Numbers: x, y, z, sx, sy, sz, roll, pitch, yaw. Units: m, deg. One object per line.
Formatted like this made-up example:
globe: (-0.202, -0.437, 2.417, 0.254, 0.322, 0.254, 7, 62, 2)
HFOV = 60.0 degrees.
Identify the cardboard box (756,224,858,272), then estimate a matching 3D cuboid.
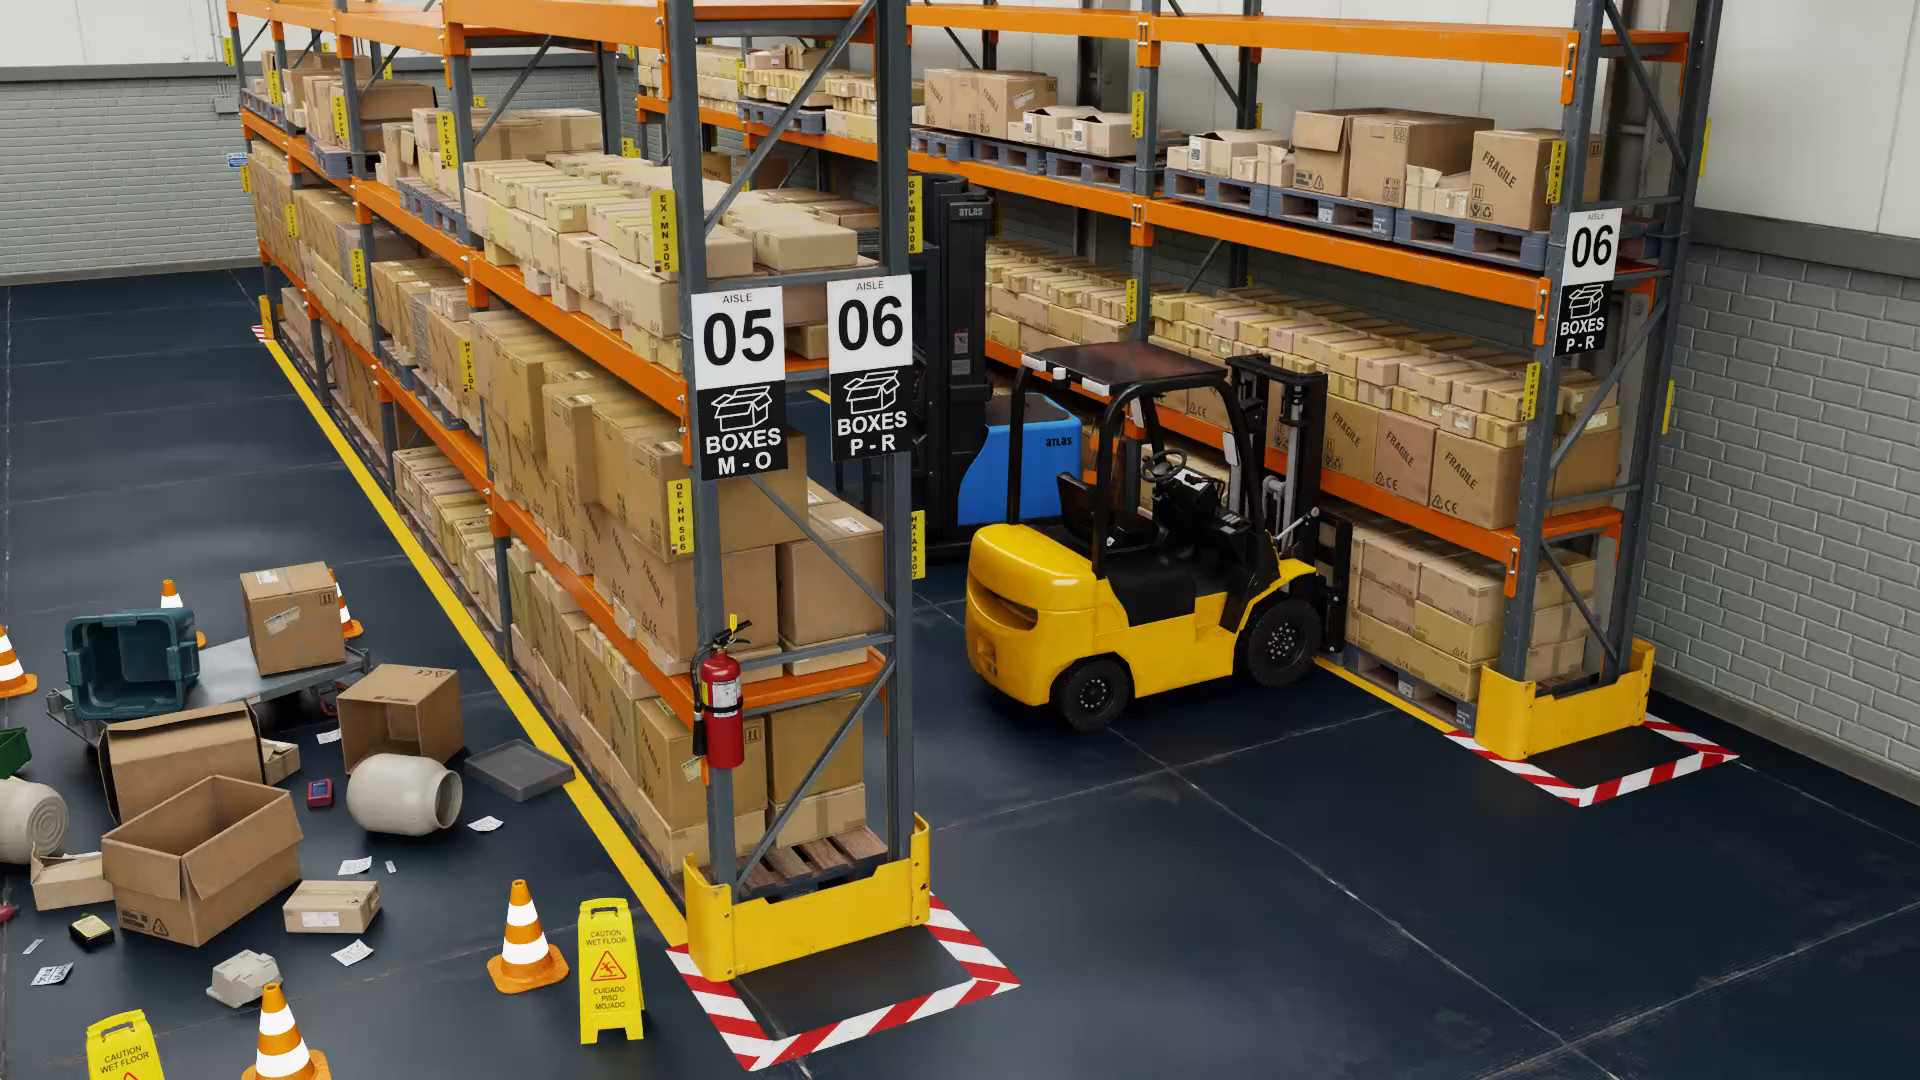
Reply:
cardboard box: (-0.675, -1.291, 7.338, 0.380, 0.149, 0.250, -10, 21, -27)

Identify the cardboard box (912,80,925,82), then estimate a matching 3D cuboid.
cardboard box: (-0.432, -4.590, 16.898, 0.380, 0.149, 0.250, -9, 21, -25)

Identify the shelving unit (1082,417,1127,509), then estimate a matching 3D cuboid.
shelving unit: (1.124, -0.429, 13.238, 0.252, 1.050, 0.215, 11, 2, 29)

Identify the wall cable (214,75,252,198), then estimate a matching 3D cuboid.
wall cable: (-10.982, -6.184, 25.349, 0.585, 1.953, 0.123, -10, 21, -27)

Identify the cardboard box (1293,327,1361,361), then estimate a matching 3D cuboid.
cardboard box: (2.487, -1.330, 11.283, 0.380, 0.149, 0.250, -10, 21, -26)

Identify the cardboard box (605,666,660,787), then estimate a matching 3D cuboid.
cardboard box: (-1.547, 0.927, 8.769, 0.500, 0.500, 0.500, -9, 21, -25)

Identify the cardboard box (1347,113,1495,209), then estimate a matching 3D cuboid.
cardboard box: (2.858, -2.361, 10.326, 0.700, 0.500, 0.500, -10, 21, -26)

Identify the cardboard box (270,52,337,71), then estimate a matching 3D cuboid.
cardboard box: (-7.053, -5.021, 18.029, 0.797, 0.503, 0.637, -8, 21, -22)

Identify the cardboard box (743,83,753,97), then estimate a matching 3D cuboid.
cardboard box: (-2.226, -5.093, 18.783, 0.380, 0.149, 0.250, -10, 21, -26)

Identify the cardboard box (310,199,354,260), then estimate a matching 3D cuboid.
cardboard box: (-5.926, -2.989, 16.008, 0.500, 0.500, 0.500, -11, 22, -28)

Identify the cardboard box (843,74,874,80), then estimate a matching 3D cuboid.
cardboard box: (-1.018, -4.875, 17.694, 0.380, 0.149, 0.250, -9, 21, -25)

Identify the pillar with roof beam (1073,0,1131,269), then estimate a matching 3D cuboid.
pillar with roof beam: (-2.495, -4.482, 12.825, 9.100, 9.000, 0.400, -10, 21, -27)

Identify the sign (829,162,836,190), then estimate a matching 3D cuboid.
sign: (-1.531, -4.330, 19.807, 0.100, 0.325, 0.005, -10, 21, -27)

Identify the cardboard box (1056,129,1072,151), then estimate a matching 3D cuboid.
cardboard box: (0.992, -3.213, 13.333, 0.380, 0.149, 0.250, -10, 21, -27)

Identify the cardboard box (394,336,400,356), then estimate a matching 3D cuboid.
cardboard box: (-4.300, -1.563, 13.304, 0.380, 0.149, 0.250, -12, 22, -30)

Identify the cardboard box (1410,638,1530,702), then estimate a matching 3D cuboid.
cardboard box: (3.180, 0.764, 10.389, 0.500, 0.250, 0.500, -10, 21, -26)

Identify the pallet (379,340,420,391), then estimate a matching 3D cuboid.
pallet: (-4.053, -1.499, 13.671, 1.213, 0.211, 1.003, -10, 21, -27)

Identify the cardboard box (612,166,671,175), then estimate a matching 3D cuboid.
cardboard box: (-1.768, -2.043, 9.517, 0.380, 0.149, 0.250, -9, 21, -25)

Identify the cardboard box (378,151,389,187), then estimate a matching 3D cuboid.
cardboard box: (-4.364, -2.942, 13.166, 0.396, 0.266, 0.258, -10, 21, -27)

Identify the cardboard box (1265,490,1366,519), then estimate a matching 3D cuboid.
cardboard box: (2.458, -0.142, 11.483, 0.500, 0.250, 0.500, -10, 22, -28)

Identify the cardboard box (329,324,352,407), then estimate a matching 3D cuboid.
cardboard box: (-6.019, -1.954, 17.310, 0.875, 0.875, 0.875, -9, 21, -25)

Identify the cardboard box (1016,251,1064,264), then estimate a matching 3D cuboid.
cardboard box: (0.740, -2.551, 15.278, 0.380, 0.149, 0.250, -10, 21, -27)

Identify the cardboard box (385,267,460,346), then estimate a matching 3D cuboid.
cardboard box: (-4.221, -1.850, 13.142, 0.500, 0.500, 0.500, -9, 21, -24)

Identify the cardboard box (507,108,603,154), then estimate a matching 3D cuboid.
cardboard box: (-2.756, -2.783, 11.318, 0.500, 0.250, 0.500, -10, 22, -28)

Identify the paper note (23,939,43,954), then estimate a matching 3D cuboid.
paper note: (-4.443, 1.948, 7.969, 0.032, 0.001, 0.123, 1, 19, 2)

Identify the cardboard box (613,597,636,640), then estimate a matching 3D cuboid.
cardboard box: (-1.521, 0.362, 8.370, 0.380, 0.149, 0.250, -10, 21, -26)

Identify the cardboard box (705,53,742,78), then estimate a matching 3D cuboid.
cardboard box: (-2.718, -5.672, 19.878, 0.500, 0.250, 0.500, -10, 22, -28)

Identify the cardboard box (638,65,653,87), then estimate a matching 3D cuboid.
cardboard box: (-3.947, -6.162, 22.066, 0.500, 0.250, 0.500, -10, 22, -27)

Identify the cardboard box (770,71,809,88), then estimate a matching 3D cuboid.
cardboard box: (-1.844, -5.013, 18.094, 0.380, 0.149, 0.250, -10, 22, -28)

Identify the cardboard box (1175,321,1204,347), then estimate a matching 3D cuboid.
cardboard box: (1.826, -1.547, 12.368, 0.380, 0.149, 0.250, -9, 21, -25)

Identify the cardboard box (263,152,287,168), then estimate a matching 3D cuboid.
cardboard box: (-7.659, -4.304, 18.826, 0.380, 0.149, 0.250, -11, 22, -28)

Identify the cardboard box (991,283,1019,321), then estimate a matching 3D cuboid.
cardboard box: (0.612, -2.108, 14.606, 0.500, 0.250, 0.500, -10, 21, -26)

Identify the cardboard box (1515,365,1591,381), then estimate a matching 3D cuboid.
cardboard box: (3.638, -0.961, 10.214, 0.380, 0.149, 0.250, -9, 21, -25)

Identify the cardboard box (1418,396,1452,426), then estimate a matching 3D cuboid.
cardboard box: (3.053, -0.814, 10.243, 0.380, 0.149, 0.250, -10, 21, -26)

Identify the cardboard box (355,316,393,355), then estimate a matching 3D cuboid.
cardboard box: (-4.953, -1.812, 14.513, 0.500, 0.250, 0.500, -11, 22, -29)

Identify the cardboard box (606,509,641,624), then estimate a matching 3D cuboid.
cardboard box: (-1.420, 0.073, 8.211, 0.500, 0.500, 0.500, -10, 21, -27)

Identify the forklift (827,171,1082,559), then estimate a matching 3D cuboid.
forklift: (-0.598, -1.327, 12.984, 3.031, 2.935, 1.130, -6, 20, -16)

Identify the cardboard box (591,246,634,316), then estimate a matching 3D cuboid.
cardboard box: (-1.392, -1.221, 7.746, 0.500, 0.250, 0.500, -10, 22, -27)

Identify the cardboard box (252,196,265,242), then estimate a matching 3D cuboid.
cardboard box: (-8.308, -3.939, 20.295, 0.500, 0.500, 0.500, -10, 21, -27)

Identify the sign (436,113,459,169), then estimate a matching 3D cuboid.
sign: (-3.072, -2.391, 9.967, 0.100, 0.325, 0.005, -10, 21, -27)

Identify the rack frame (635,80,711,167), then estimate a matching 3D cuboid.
rack frame: (-3.917, -4.844, 23.071, 1.000, 3.000, 0.127, -10, 21, -27)

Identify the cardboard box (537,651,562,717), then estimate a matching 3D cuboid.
cardboard box: (-2.279, 0.835, 10.186, 0.500, 0.250, 0.500, -9, 21, -24)

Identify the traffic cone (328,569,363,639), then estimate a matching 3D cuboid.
traffic cone: (-4.406, 0.431, 11.674, 0.336, 0.463, 0.334, -10, 21, -27)

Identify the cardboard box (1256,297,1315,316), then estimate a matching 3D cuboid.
cardboard box: (2.419, -1.697, 12.346, 0.380, 0.149, 0.250, -10, 22, -27)

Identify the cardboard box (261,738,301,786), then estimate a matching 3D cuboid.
cardboard box: (-4.087, 1.229, 9.662, 0.396, 0.266, 0.258, 7, 20, 20)

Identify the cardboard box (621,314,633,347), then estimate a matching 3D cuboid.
cardboard box: (-1.345, -0.987, 7.681, 0.380, 0.149, 0.250, -9, 21, -25)

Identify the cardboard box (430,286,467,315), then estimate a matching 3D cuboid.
cardboard box: (-3.493, -1.691, 11.685, 0.380, 0.149, 0.250, -11, 22, -29)

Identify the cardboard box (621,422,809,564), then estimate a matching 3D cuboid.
cardboard box: (-1.121, -0.254, 7.628, 0.700, 0.500, 0.500, -11, 22, -28)

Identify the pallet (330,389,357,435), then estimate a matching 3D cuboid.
pallet: (-5.951, -1.398, 17.359, 1.003, 0.211, 1.213, -10, 21, -27)

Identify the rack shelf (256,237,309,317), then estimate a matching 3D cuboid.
rack shelf: (-7.334, -3.160, 19.293, 1.077, 0.370, 4.000, -10, 21, -27)

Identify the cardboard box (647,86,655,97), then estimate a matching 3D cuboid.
cardboard box: (-3.970, -6.016, 22.253, 0.380, 0.149, 0.250, -9, 21, -26)

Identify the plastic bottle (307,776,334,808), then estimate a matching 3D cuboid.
plastic bottle: (-3.623, 1.421, 9.421, 0.133, 0.061, 0.283, -6, 20, -17)

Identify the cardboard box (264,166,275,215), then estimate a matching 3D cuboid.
cardboard box: (-7.566, -3.975, 18.867, 0.500, 0.500, 0.500, -10, 21, -26)

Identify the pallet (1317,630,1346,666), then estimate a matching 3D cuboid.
pallet: (2.705, 0.504, 11.846, 1.003, 0.211, 1.213, -10, 21, -27)

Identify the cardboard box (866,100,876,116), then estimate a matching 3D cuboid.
cardboard box: (-0.707, -4.304, 16.527, 0.380, 0.149, 0.250, -9, 21, -25)

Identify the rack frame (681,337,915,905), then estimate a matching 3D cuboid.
rack frame: (-0.686, 0.519, 7.529, 1.000, 3.000, 0.127, -10, 21, -27)

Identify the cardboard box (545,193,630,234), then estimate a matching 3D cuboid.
cardboard box: (-1.864, -1.644, 8.360, 0.380, 0.149, 0.250, -9, 21, -25)

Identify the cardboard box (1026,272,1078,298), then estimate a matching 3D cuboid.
cardboard box: (0.791, -2.179, 14.200, 0.380, 0.149, 0.250, -10, 21, -26)

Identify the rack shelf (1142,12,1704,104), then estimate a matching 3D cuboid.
rack shelf: (2.731, -3.132, 10.628, 1.077, 0.370, 4.000, -10, 21, -27)

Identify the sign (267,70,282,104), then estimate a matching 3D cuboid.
sign: (-6.872, -4.539, 16.675, 0.100, 0.325, 0.005, -10, 21, -27)
